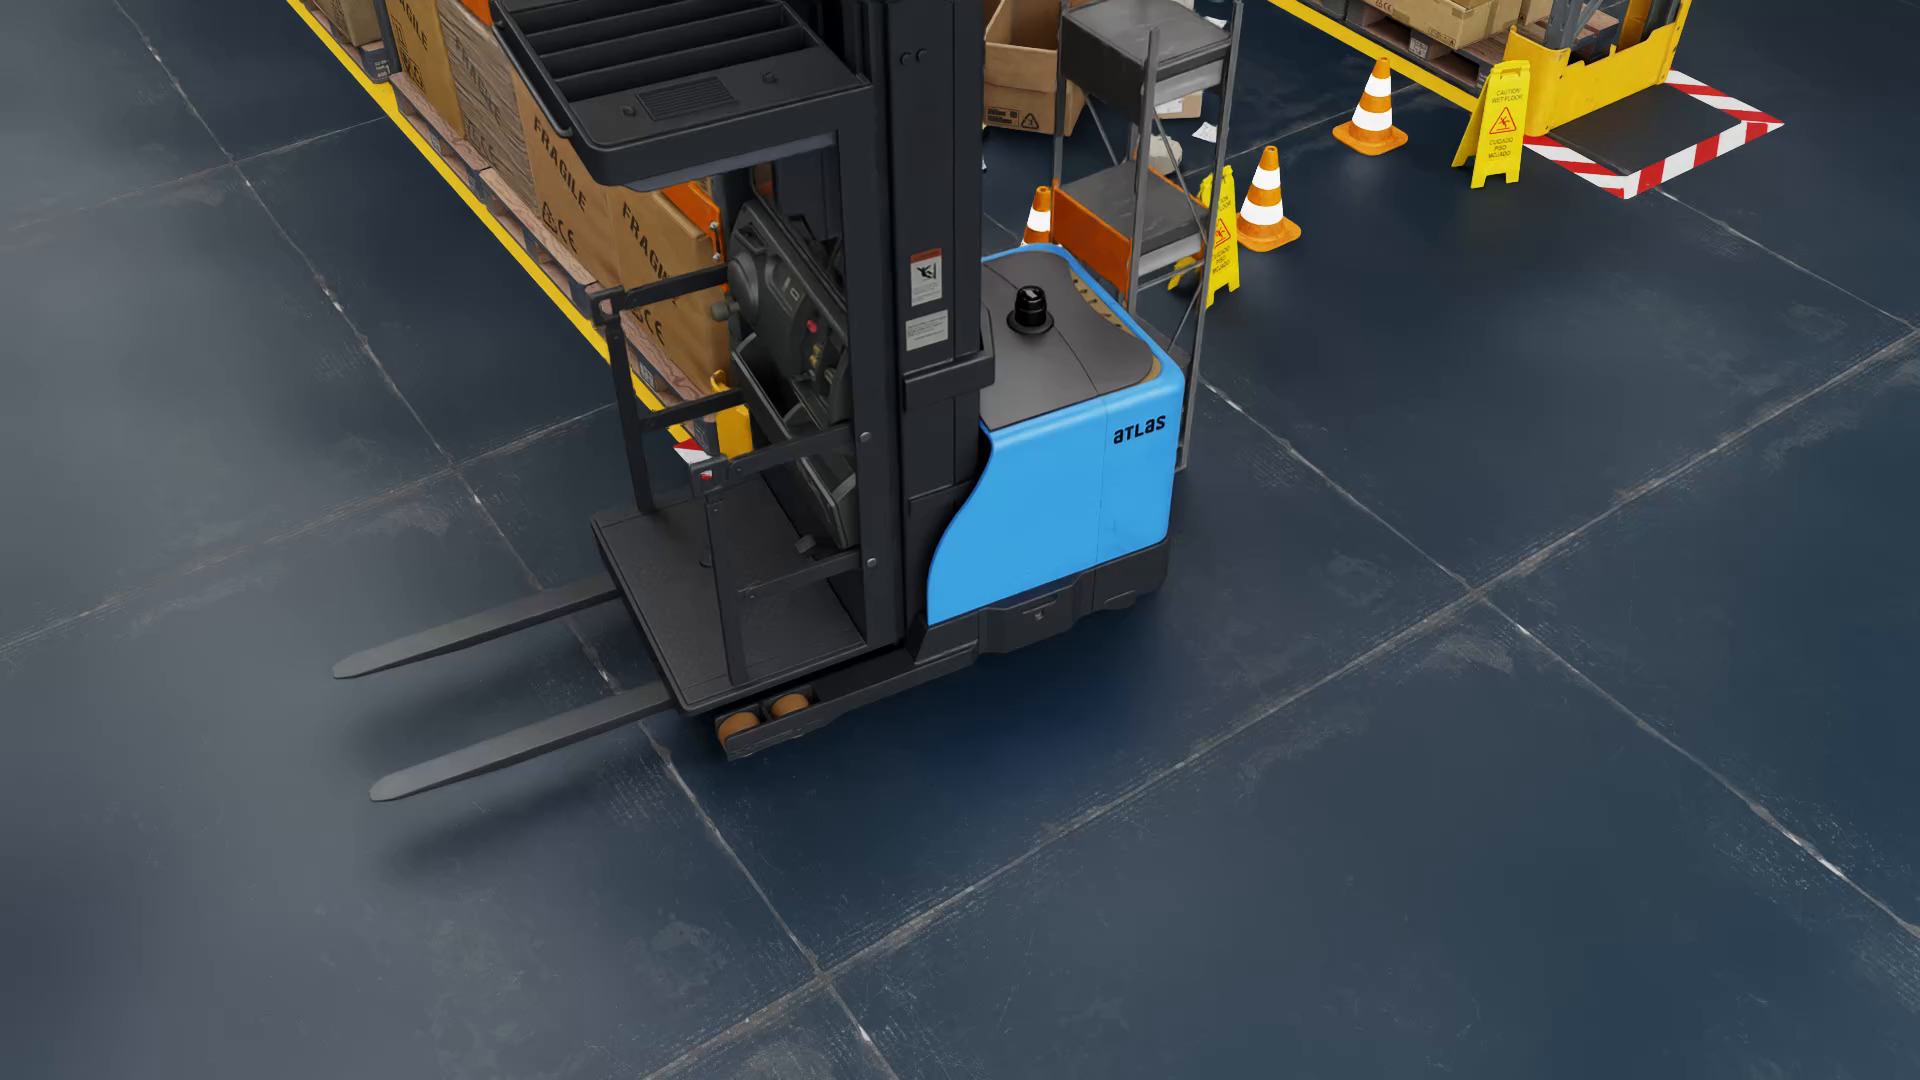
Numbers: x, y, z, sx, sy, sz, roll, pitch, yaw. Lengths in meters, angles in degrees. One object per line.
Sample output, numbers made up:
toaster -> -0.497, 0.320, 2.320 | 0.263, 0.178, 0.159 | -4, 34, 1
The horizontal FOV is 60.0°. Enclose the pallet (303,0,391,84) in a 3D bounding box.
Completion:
pallet -> -3.259, -3.198, 9.947 | 1.003, 0.211, 1.213 | -26, 49, -24

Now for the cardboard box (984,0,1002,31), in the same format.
cardboard box -> -0.088, -3.214, 9.654 | 0.797, 0.637, 0.503 | -26, 49, -24

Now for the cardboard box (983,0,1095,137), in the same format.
cardboard box -> 0.454, -2.638, 9.149 | 0.637, 0.503, 0.797 | 11, 45, 11

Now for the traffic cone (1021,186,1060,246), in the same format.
traffic cone -> 0.394, -1.478, 7.963 | 0.336, 0.463, 0.334 | -26, 49, -24

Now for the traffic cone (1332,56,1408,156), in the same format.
traffic cone -> 2.231, -2.363, 8.890 | 0.336, 0.463, 0.334 | -26, 49, -24

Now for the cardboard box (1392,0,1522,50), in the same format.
cardboard box -> 2.838, -3.069, 9.480 | 0.500, 0.250, 0.500 | -26, 49, -25

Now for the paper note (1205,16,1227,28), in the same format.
paper note -> 1.511, -3.107, 9.982 | 0.148, 0.019, 0.142 | 26, 49, 25

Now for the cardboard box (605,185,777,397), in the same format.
cardboard box -> -0.909, -1.275, 7.148 | 0.875, 0.875, 0.875 | -25, 49, -24

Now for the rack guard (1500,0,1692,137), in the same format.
rack guard -> 3.491, -2.686, 9.201 | 1.175, 0.500, 0.348 | -26, 49, -24

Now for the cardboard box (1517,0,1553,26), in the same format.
cardboard box -> 3.300, -3.270, 9.690 | 0.500, 0.250, 0.500 | -26, 49, -25

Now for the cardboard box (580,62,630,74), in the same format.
cardboard box -> -1.049, -2.083, 6.652 | 0.875, 0.550, 0.550 | -26, 49, -24

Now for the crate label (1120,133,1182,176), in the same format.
crate label -> 1.014, -2.035, 8.782 | 0.298, 0.136, 0.250 | 18, 47, 18

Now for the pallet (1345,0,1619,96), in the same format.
pallet -> 3.056, -3.055, 9.798 | 1.003, 0.211, 1.213 | -26, 49, -24

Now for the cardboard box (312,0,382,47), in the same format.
cardboard box -> -3.185, -3.454, 9.521 | 1.050, 0.750, 0.750 | -26, 49, -25

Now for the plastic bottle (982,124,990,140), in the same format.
plastic bottle -> 0.010, -2.245, 9.058 | 0.283, 0.061, 0.133 | 26, 49, 25

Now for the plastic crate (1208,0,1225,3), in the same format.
plastic crate -> 1.472, -3.543, 10.403 | 0.583, 0.080, 0.402 | 26, 49, 25

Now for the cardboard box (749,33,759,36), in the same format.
cardboard box -> -0.648, -2.204, 5.996 | 0.875, 0.550, 0.550 | -26, 49, -24

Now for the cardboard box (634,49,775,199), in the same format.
cardboard box -> -0.717, -1.781, 6.334 | 0.875, 0.550, 0.550 | -26, 49, -24

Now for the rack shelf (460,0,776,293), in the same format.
rack shelf -> -1.611, -2.407, 7.620 | 1.077, 0.370, 4.000 | -26, 49, -24

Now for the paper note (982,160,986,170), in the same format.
paper note -> 0.052, -1.995, 8.819 | 0.144, 0.017, 0.142 | -10, 45, -11

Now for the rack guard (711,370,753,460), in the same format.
rack guard -> -0.454, -0.616, 7.034 | 1.175, 0.500, 0.348 | -26, 49, -24

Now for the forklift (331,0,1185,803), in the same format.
forklift -> -0.746, -0.703, 5.363 | 3.031, 2.935, 1.130 | -19, 47, -19

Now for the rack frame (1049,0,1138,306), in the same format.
rack frame -> 0.517, -1.271, 6.561 | 0.400, 2.100, 0.015 | -25, 49, -24

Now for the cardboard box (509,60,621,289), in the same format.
cardboard box -> -1.415, -1.773, 7.669 | 0.875, 0.875, 0.875 | -26, 50, -25

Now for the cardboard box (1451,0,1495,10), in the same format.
cardboard box -> 2.863, -3.326, 9.206 | 0.500, 0.500, 0.500 | -25, 49, -24

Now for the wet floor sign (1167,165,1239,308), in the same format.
wet floor sign -> 1.173, -1.448, 7.800 | 0.267, 0.644, 0.232 | -35, 53, -31

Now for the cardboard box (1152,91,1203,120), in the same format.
cardboard box -> 1.129, -2.460, 9.219 | 0.380, 0.149, 0.250 | -3, 44, -4

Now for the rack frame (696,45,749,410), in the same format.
rack frame -> -0.467, -1.534, 6.185 | 1.000, 3.000, 0.127 | -26, 49, -24

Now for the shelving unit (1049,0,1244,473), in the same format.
shelving unit -> 0.655, -1.132, 6.416 | 0.431, 2.100, 0.503 | -25, 49, -24

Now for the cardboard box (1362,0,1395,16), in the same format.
cardboard box -> 2.562, -3.352, 9.776 | 0.500, 0.250, 0.500 | -26, 49, -24

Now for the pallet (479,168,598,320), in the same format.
pallet -> -1.683, -1.638, 8.313 | 1.003, 0.211, 1.213 | -26, 49, -24

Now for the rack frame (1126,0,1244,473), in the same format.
rack frame -> 0.792, -0.993, 6.270 | 0.400, 2.100, 0.015 | -25, 49, -24

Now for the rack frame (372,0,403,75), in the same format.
rack frame -> -2.756, -3.800, 8.558 | 1.000, 3.000, 0.127 | -26, 49, -24

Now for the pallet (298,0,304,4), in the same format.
pallet -> -3.961, -3.890, 10.672 | 1.003, 0.211, 1.213 | -26, 49, -24

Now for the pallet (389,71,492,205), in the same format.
pallet -> -2.385, -2.329, 9.037 | 1.003, 0.211, 1.213 | -26, 49, -24

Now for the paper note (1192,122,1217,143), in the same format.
paper note -> 1.361, -2.222, 9.055 | 0.142, 0.019, 0.148 | 26, 49, 25

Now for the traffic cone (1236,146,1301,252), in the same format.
traffic cone -> 1.515, -1.732, 8.229 | 0.336, 0.463, 0.334 | -26, 49, -24

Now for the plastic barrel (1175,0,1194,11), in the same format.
plastic barrel -> 1.111, -3.187, 9.781 | 0.512, 0.421, 0.421 | 4, 44, 4

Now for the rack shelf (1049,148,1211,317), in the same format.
rack shelf -> 0.655, -1.123, 6.425 | 0.431, 0.518, 0.480 | -25, 49, -24

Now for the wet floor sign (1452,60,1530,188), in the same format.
wet floor sign -> 2.766, -2.165, 8.550 | 0.267, 0.644, 0.232 | -10, 45, -11

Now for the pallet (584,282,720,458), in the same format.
pallet -> -0.989, -0.947, 7.590 | 1.003, 0.211, 1.213 | -26, 49, -24

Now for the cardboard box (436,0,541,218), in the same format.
cardboard box -> -1.934, -2.290, 8.211 | 0.875, 0.875, 0.875 | -25, 49, -24

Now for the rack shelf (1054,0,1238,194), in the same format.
rack shelf -> 0.655, -1.629, 5.942 | 0.431, 0.518, 0.480 | -25, 49, -24

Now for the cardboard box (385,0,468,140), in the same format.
cardboard box -> -2.453, -2.799, 8.744 | 0.875, 0.875, 0.875 | -25, 49, -24

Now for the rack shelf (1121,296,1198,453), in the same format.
rack shelf -> 0.654, -0.616, 6.908 | 0.431, 0.518, 0.480 | -25, 49, -24

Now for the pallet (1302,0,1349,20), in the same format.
pallet -> 2.362, -3.746, 10.521 | 1.003, 0.211, 1.213 | -26, 49, -24

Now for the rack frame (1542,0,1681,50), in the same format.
rack frame -> 3.535, -3.547, 8.293 | 1.000, 3.000, 0.127 | -26, 49, -24
